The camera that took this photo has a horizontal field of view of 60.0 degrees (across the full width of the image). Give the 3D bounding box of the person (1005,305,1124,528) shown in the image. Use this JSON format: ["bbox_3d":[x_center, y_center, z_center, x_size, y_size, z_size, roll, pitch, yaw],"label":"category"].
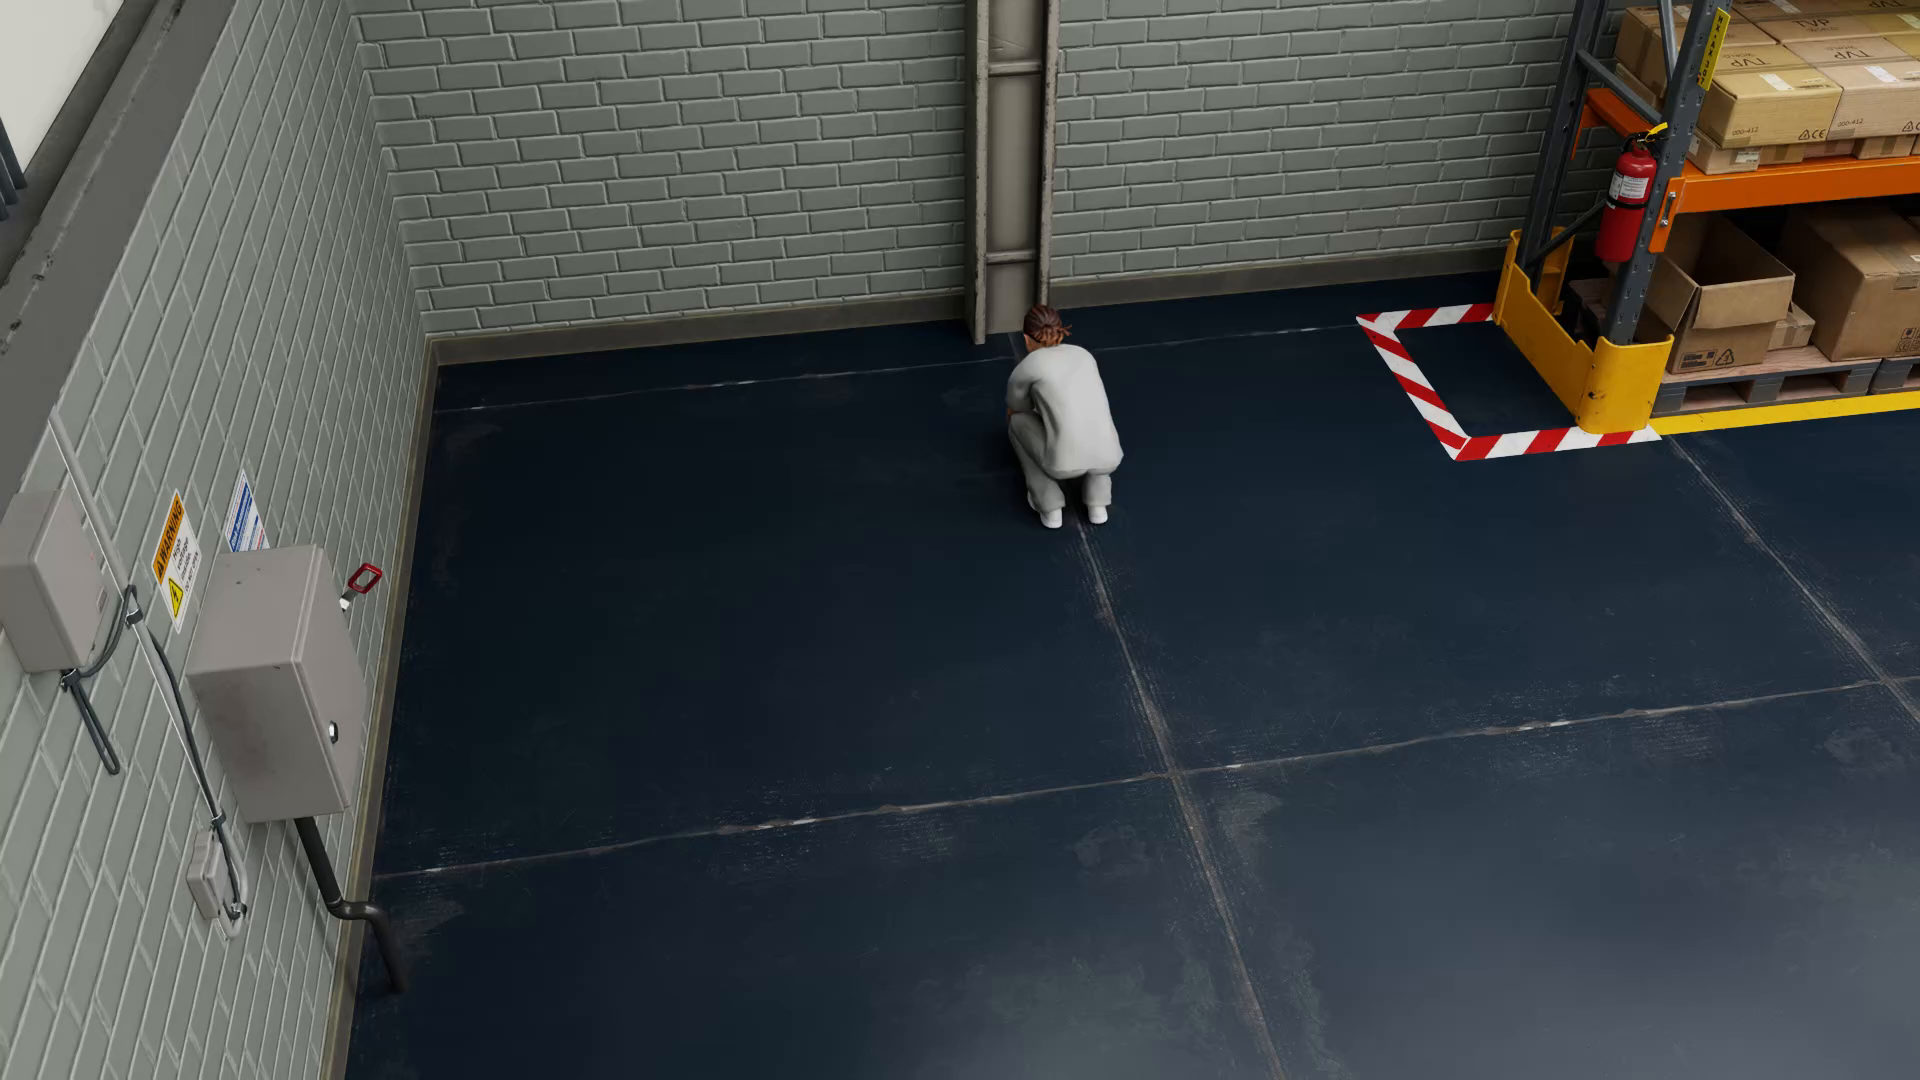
[{"bbox_3d":[0.468,-0.545,7.516,0.483,0.824,0.801,-6,39,-8],"label":"person"}]
